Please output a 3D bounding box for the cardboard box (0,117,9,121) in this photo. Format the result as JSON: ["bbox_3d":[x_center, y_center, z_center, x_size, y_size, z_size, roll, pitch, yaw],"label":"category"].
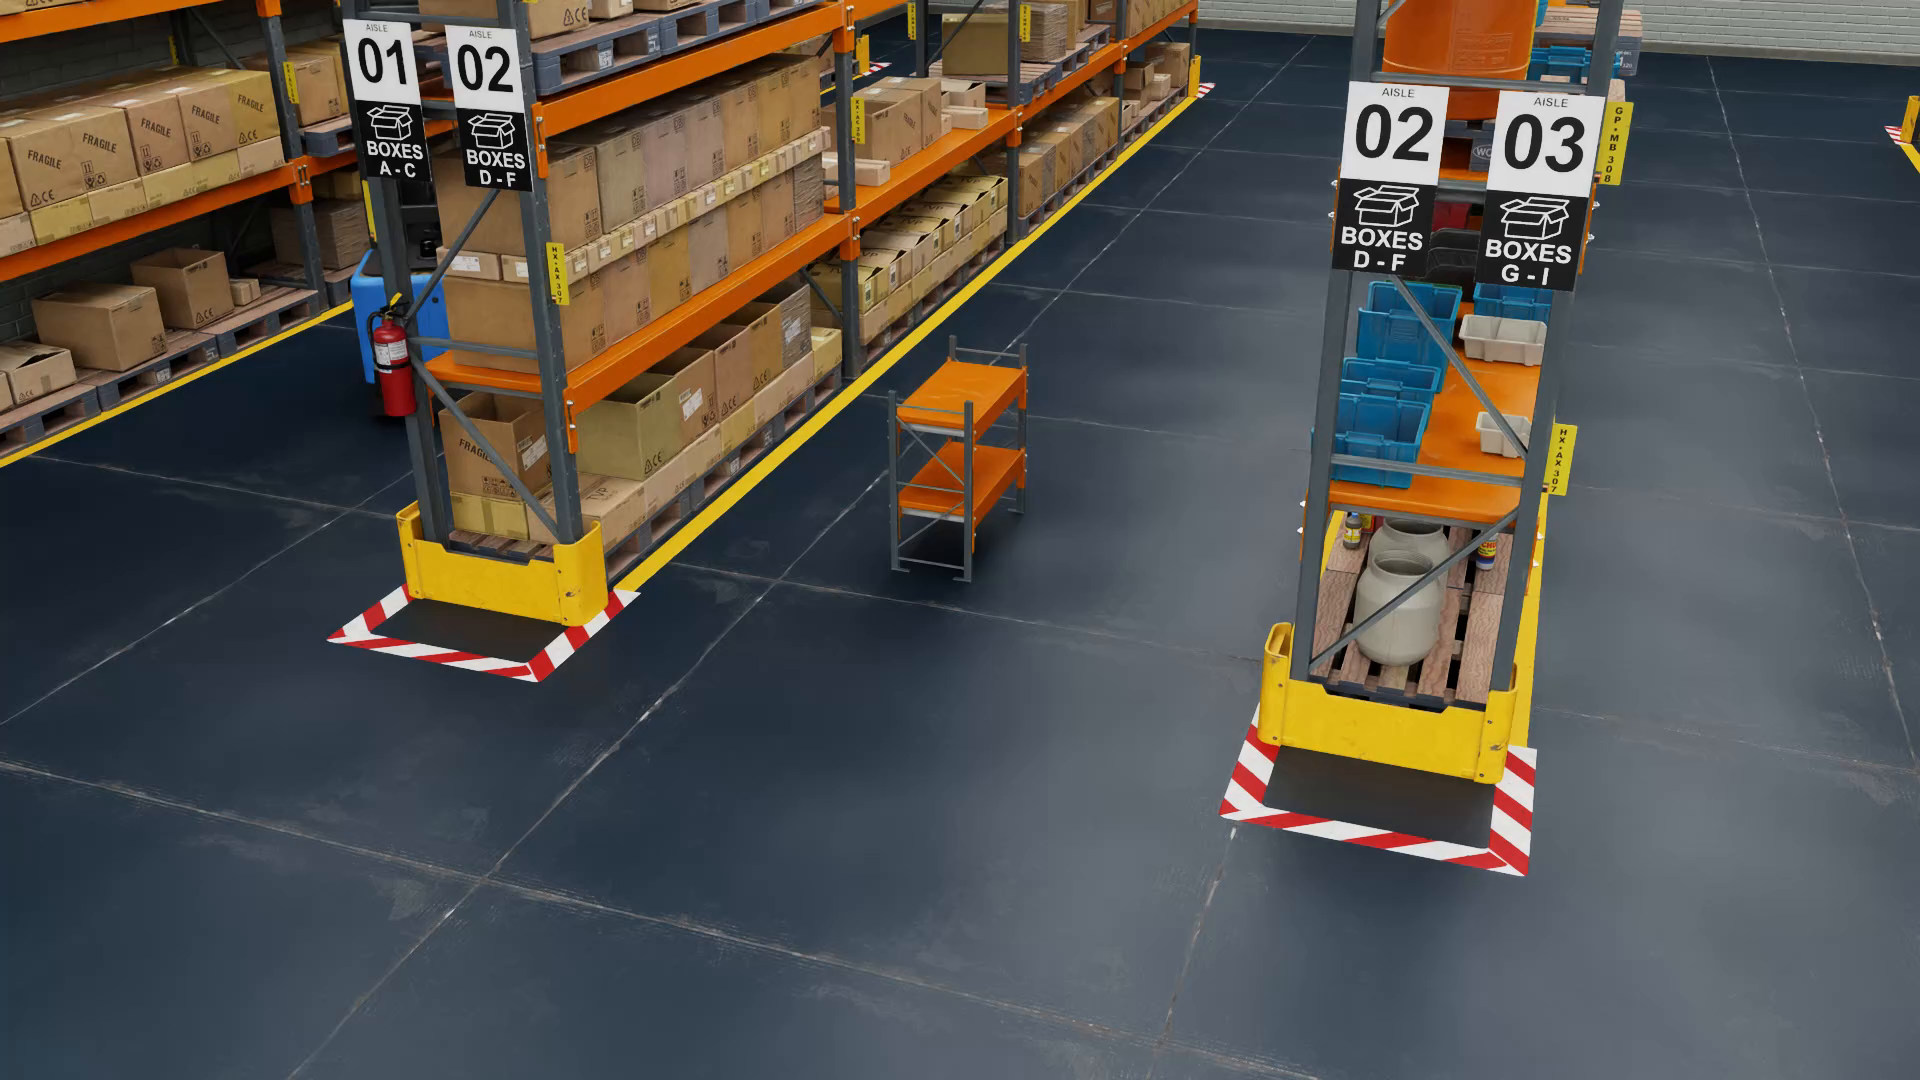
[{"bbox_3d":[-6.960,-2.664,11.598,0.500,0.500,0.500,8,27,16],"label":"cardboard box"}]

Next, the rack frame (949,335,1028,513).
[{"bbox_3d":[0.171,-0.718,10.442,0.500,1.125,0.032,9,27,17],"label":"rack frame"}]

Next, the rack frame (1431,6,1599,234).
[{"bbox_3d":[3.412,-1.949,10.833,1.000,3.000,0.127,9,27,17],"label":"rack frame"}]

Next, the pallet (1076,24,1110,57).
[{"bbox_3d":[1.036,-5.557,18.506,1.003,0.211,1.213,9,27,17],"label":"pallet"}]

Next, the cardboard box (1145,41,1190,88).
[{"bbox_3d":[2.787,-6.414,22.419,0.500,0.500,0.500,9,27,17],"label":"cardboard box"}]

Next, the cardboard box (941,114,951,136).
[{"bbox_3d":[-0.298,-3.667,14.670,0.380,0.149,0.250,11,28,21],"label":"cardboard box"}]

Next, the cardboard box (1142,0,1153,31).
[{"bbox_3d":[1.999,-6.382,19.875,0.500,0.500,0.500,9,27,18],"label":"cardboard box"}]

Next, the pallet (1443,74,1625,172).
[{"bbox_3d":[2.449,-1.896,7.498,1.003,0.211,1.213,9,27,17],"label":"pallet"}]

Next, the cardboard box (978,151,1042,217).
[{"bbox_3d":[0.495,-3.531,16.464,0.500,0.500,0.500,10,28,20],"label":"cardboard box"}]

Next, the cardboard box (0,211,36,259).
[{"bbox_3d":[-6.640,-2.053,11.198,0.500,0.250,0.500,8,27,16],"label":"cardboard box"}]

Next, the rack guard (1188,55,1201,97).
[{"bbox_3d":[2.710,-6.444,22.985,1.175,0.500,0.348,9,27,17],"label":"rack guard"}]

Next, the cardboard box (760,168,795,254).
[{"bbox_3d":[-1.569,-2.313,11.470,0.700,0.500,0.500,8,27,17],"label":"cardboard box"}]

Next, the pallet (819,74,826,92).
[{"bbox_3d":[-2.537,-6.222,22.859,1.003,0.211,1.213,9,27,17],"label":"pallet"}]

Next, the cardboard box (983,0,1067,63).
[{"bbox_3d":[0.661,-5.170,16.889,0.700,0.500,0.500,14,29,27],"label":"cardboard box"}]

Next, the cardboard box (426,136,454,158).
[{"bbox_3d":[-5.205,-3.699,15.951,0.500,0.250,0.500,9,27,17],"label":"cardboard box"}]

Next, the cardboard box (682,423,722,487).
[{"bbox_3d":[-1.871,-0.576,10.671,0.500,0.250,0.500,9,27,17],"label":"cardboard box"}]

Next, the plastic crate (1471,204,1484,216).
[{"bbox_3d":[3.726,-2.610,12.442,0.450,0.188,0.662,9,27,17],"label":"plastic crate"}]

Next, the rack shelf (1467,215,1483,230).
[{"bbox_3d":[4.078,-2.447,12.687,1.077,0.370,4.000,9,27,17],"label":"rack shelf"}]

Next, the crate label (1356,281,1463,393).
[{"bbox_3d":[2.439,-1.117,9.074,0.502,0.435,0.616,9,27,17],"label":"crate label"}]

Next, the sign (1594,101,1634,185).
[{"bbox_3d":[2.598,-1.578,6.614,0.100,0.325,0.005,9,27,17],"label":"sign"}]

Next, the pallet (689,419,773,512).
[{"bbox_3d":[-1.966,-0.590,11.226,1.003,0.211,1.213,9,27,17],"label":"pallet"}]

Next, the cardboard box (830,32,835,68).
[{"bbox_3d":[-2.076,-7.079,23.815,0.700,0.500,0.500,9,27,17],"label":"cardboard box"}]

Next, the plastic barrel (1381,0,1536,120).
[{"bbox_3d":[2.123,-2.256,7.050,0.600,0.830,0.708,9,27,17],"label":"plastic barrel"}]

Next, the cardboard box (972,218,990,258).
[{"bbox_3d":[-0.040,-2.800,15.264,0.500,0.250,0.500,8,27,17],"label":"cardboard box"}]

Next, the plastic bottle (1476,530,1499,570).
[{"bbox_3d":[2.978,0.025,9.382,0.097,0.271,0.097,0,26,0],"label":"plastic bottle"}]

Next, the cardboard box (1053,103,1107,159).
[{"bbox_3d":[1.338,-4.583,18.637,0.500,0.500,0.500,9,27,18],"label":"cardboard box"}]

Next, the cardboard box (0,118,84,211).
[{"bbox_3d":[-6.467,-2.586,11.439,0.500,0.500,0.500,8,27,16],"label":"cardboard box"}]

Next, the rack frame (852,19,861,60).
[{"bbox_3d":[-1.937,-8.317,23.985,1.000,3.000,0.127,9,27,17],"label":"rack frame"}]

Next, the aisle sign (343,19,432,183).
[{"bbox_3d":[-2.887,-2.211,8.391,0.394,0.787,0.004,9,27,17],"label":"aisle sign"}]

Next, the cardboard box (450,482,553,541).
[{"bbox_3d":[-2.689,-0.240,9.976,0.500,0.250,0.500,9,27,17],"label":"cardboard box"}]

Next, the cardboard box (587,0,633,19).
[{"bbox_3d":[-2.031,-2.972,9.150,0.380,0.149,0.250,9,27,17],"label":"cardboard box"}]

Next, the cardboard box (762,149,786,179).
[{"bbox_3d":[-1.401,-2.546,11.206,0.380,0.149,0.250,9,27,17],"label":"cardboard box"}]

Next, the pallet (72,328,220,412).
[{"bbox_3d":[-6.525,-1.346,12.788,1.003,0.211,1.213,9,27,17],"label":"pallet"}]

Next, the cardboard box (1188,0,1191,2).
[{"bbox_3d":[2.843,-7.422,22.021,0.500,0.500,0.500,10,27,19],"label":"cardboard box"}]

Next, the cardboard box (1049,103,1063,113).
[{"bbox_3d":[0.847,-4.645,18.765,0.500,0.500,0.500,9,27,18],"label":"cardboard box"}]

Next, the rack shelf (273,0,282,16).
[{"bbox_3d":[-5.265,-5.234,15.001,1.077,0.370,4.000,9,27,17],"label":"rack shelf"}]

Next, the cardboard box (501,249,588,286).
[{"bbox_3d":[-2.255,-1.492,9.030,0.380,0.149,0.250,9,27,17],"label":"cardboard box"}]

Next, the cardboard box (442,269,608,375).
[{"bbox_3d":[-2.421,-1.260,9.295,0.700,0.500,0.500,9,27,17],"label":"cardboard box"}]

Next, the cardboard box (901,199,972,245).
[{"bbox_3d":[-0.206,-2.844,14.711,0.500,0.311,0.500,9,27,17],"label":"cardboard box"}]

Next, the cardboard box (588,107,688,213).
[{"bbox_3d":[-2.067,-2.290,9.934,0.700,0.500,0.500,9,27,18],"label":"cardboard box"}]

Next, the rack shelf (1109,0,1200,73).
[{"bbox_3d":[2.070,-6.454,20.964,1.077,0.370,4.000,9,27,17],"label":"rack shelf"}]

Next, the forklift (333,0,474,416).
[{"bbox_3d":[-3.974,-2.826,12.724,1.130,2.935,3.031,-4,26,-8],"label":"forklift"}]

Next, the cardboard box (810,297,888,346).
[{"bbox_3d":[-0.890,-1.750,13.096,0.500,0.250,0.500,8,27,16],"label":"cardboard box"}]

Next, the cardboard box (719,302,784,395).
[{"bbox_3d":[-1.546,-1.326,11.359,0.500,0.500,0.500,9,27,17],"label":"cardboard box"}]

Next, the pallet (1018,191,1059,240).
[{"bbox_3d":[0.358,-3.359,16.945,1.003,0.211,1.213,9,27,17],"label":"pallet"}]

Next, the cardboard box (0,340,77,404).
[{"bbox_3d":[-6.756,-1.235,11.940,0.500,0.311,0.500,11,28,22],"label":"cardboard box"}]

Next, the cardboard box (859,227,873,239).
[{"bbox_3d":[-1.058,-2.500,14.001,0.500,0.311,0.500,9,27,17],"label":"cardboard box"}]

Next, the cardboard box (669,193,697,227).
[{"bbox_3d":[-1.828,-2.021,10.124,0.380,0.149,0.250,8,27,17],"label":"cardboard box"}]

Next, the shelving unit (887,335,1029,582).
[{"bbox_3d":[0.002,-0.509,10.011,0.538,1.125,1.048,9,27,17],"label":"shelving unit"}]

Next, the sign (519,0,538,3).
[{"bbox_3d":[-2.067,-2.721,7.892,0.100,0.325,0.005,9,27,17],"label":"sign"}]

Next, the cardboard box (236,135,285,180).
[{"bbox_3d":[-5.802,-3.088,13.336,0.500,0.250,0.500,9,27,18],"label":"cardboard box"}]

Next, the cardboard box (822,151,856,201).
[{"bbox_3d":[-1.135,-2.810,12.783,0.500,0.250,0.500,11,28,21],"label":"cardboard box"}]
